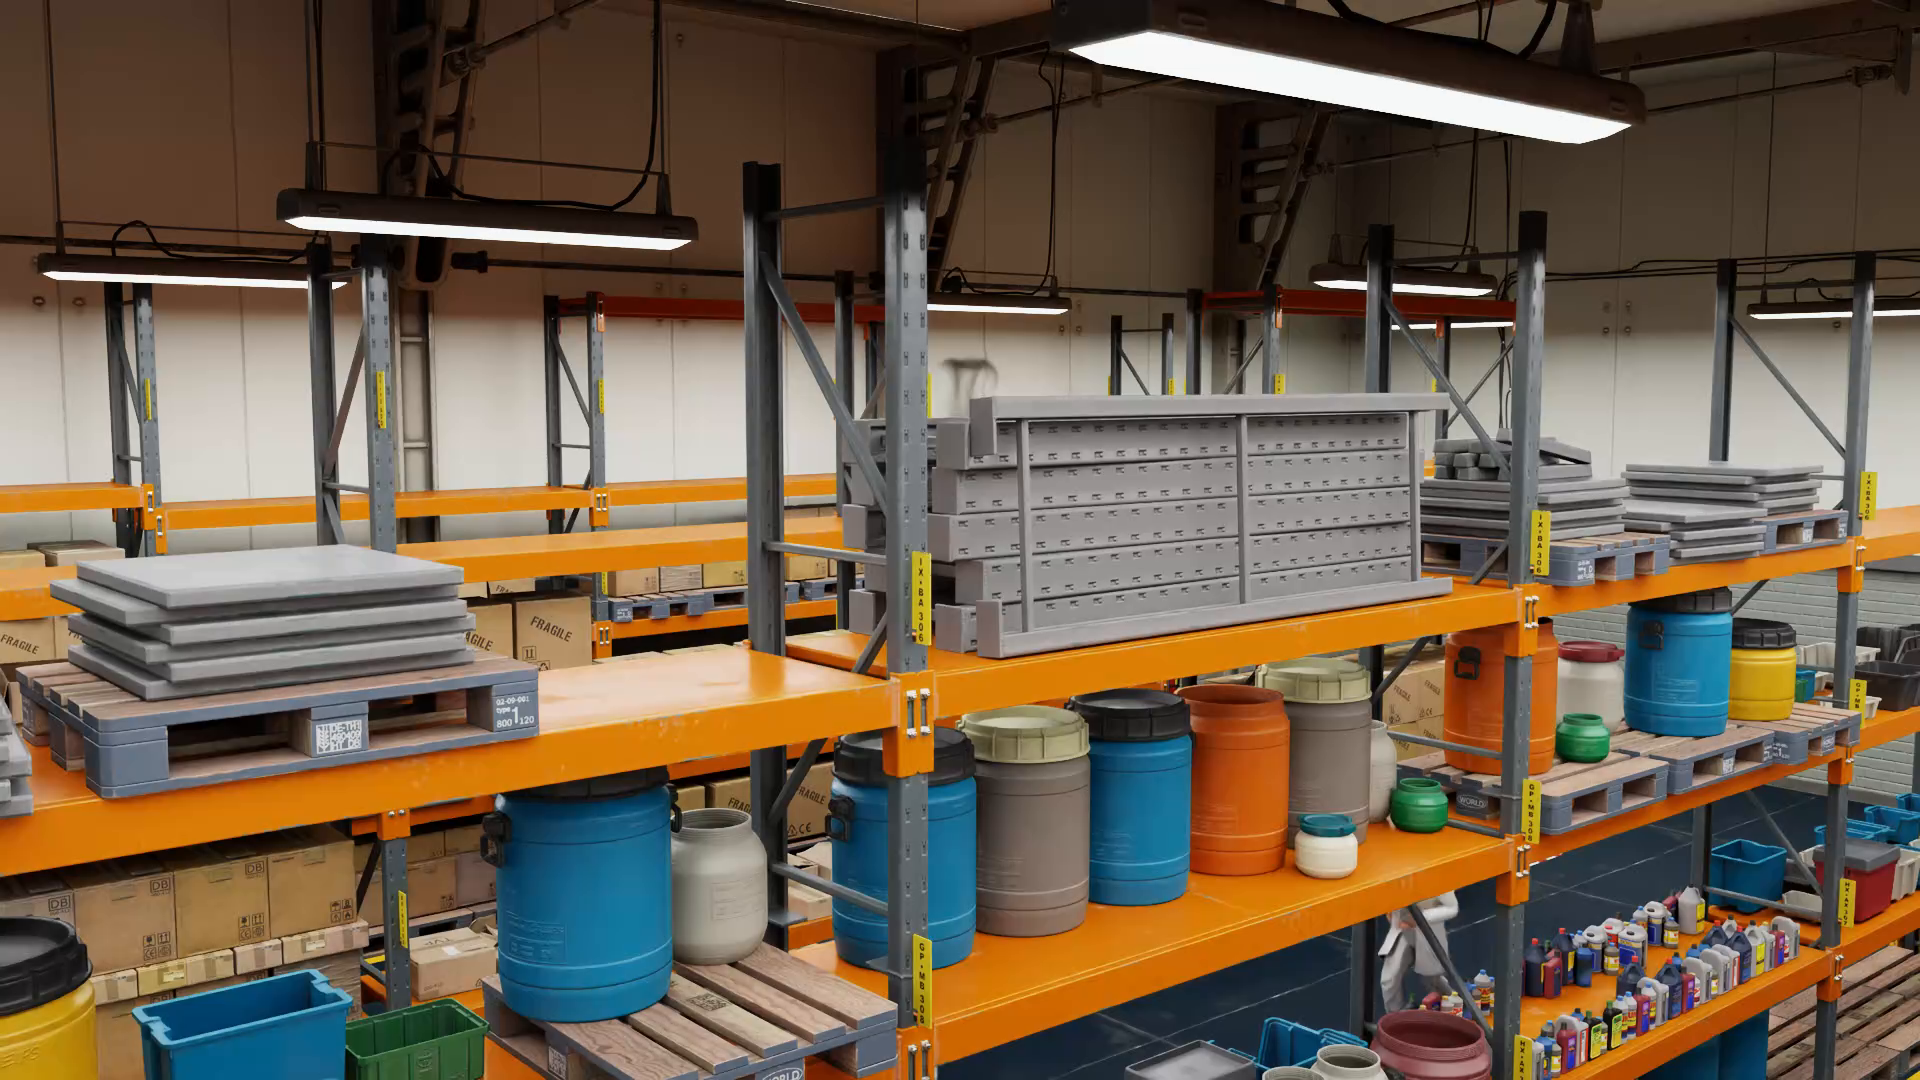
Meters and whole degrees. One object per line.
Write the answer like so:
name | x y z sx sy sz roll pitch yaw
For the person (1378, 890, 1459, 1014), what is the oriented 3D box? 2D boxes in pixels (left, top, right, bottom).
person | 3.564 3.140 12.808 0.727 1.717 1.017 5 8 43
